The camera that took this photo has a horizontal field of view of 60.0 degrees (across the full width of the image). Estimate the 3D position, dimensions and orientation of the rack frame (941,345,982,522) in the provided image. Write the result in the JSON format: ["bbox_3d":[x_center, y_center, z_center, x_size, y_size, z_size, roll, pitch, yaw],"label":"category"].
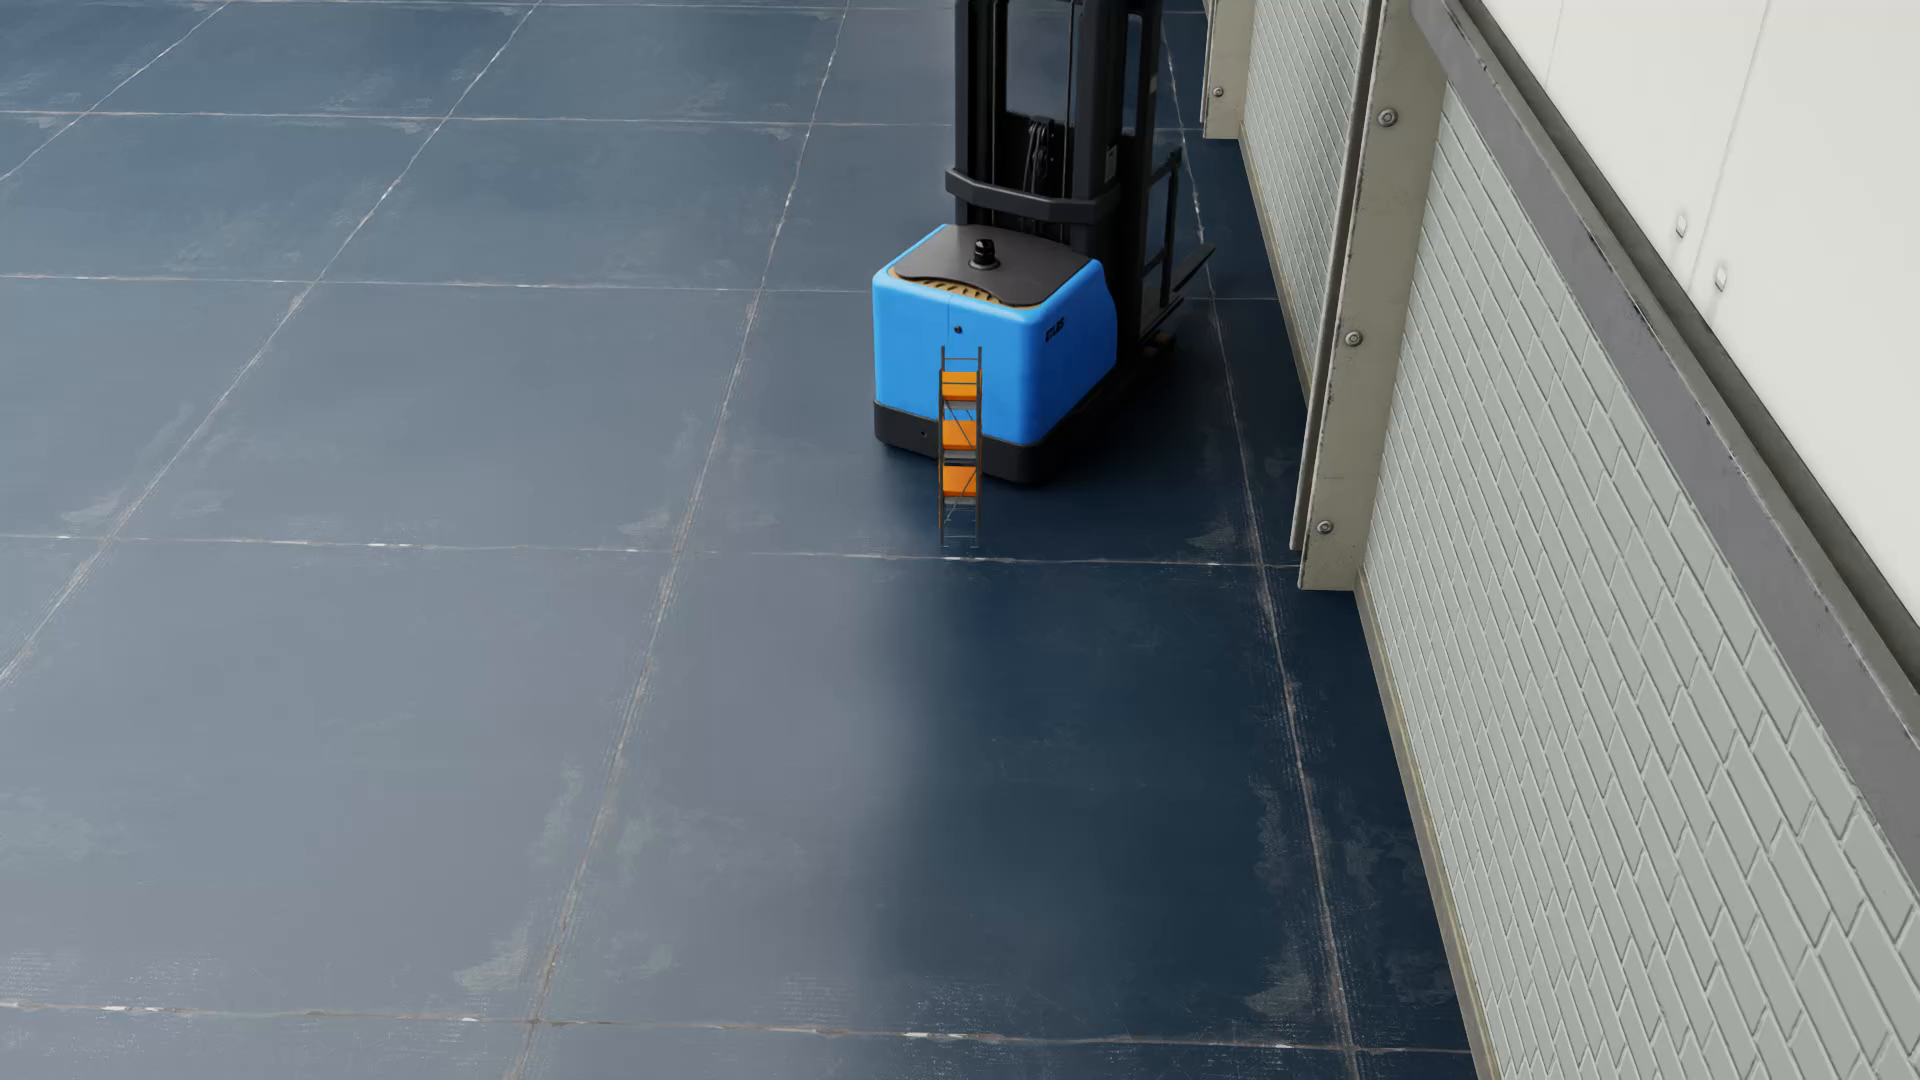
[{"bbox_3d":[0.007,-0.530,8.537,0.200,1.050,0.008,1,35,2],"label":"rack frame"}]

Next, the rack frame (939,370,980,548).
[{"bbox_3d":[-0.003,-0.390,8.338,0.200,1.050,0.008,1,35,2],"label":"rack frame"}]

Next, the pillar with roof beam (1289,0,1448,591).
[{"bbox_3d":[-2.438,-3.645,6.055,9.100,9.000,0.400,1,35,2],"label":"pillar with roof beam"}]

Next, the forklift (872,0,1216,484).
[{"bbox_3d":[0.678,-2.330,9.461,1.130,2.935,3.031,18,39,24],"label":"forklift"}]

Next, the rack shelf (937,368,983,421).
[{"bbox_3d":[0.002,-0.684,8.280,0.215,0.259,0.240,1,35,2],"label":"rack shelf"}]

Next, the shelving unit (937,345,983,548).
[{"bbox_3d":[0.002,-0.460,8.438,0.215,1.050,0.252,1,35,2],"label":"shelving unit"}]

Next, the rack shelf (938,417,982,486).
[{"bbox_3d":[0.002,-0.452,8.444,0.215,0.259,0.240,1,35,2],"label":"rack shelf"}]

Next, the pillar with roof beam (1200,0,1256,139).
[{"bbox_3d":[-2.197,-7.092,10.960,9.100,9.000,0.400,1,35,2],"label":"pillar with roof beam"}]

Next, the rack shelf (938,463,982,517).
[{"bbox_3d":[0.002,-0.224,8.603,0.215,0.259,0.240,1,35,2],"label":"rack shelf"}]
